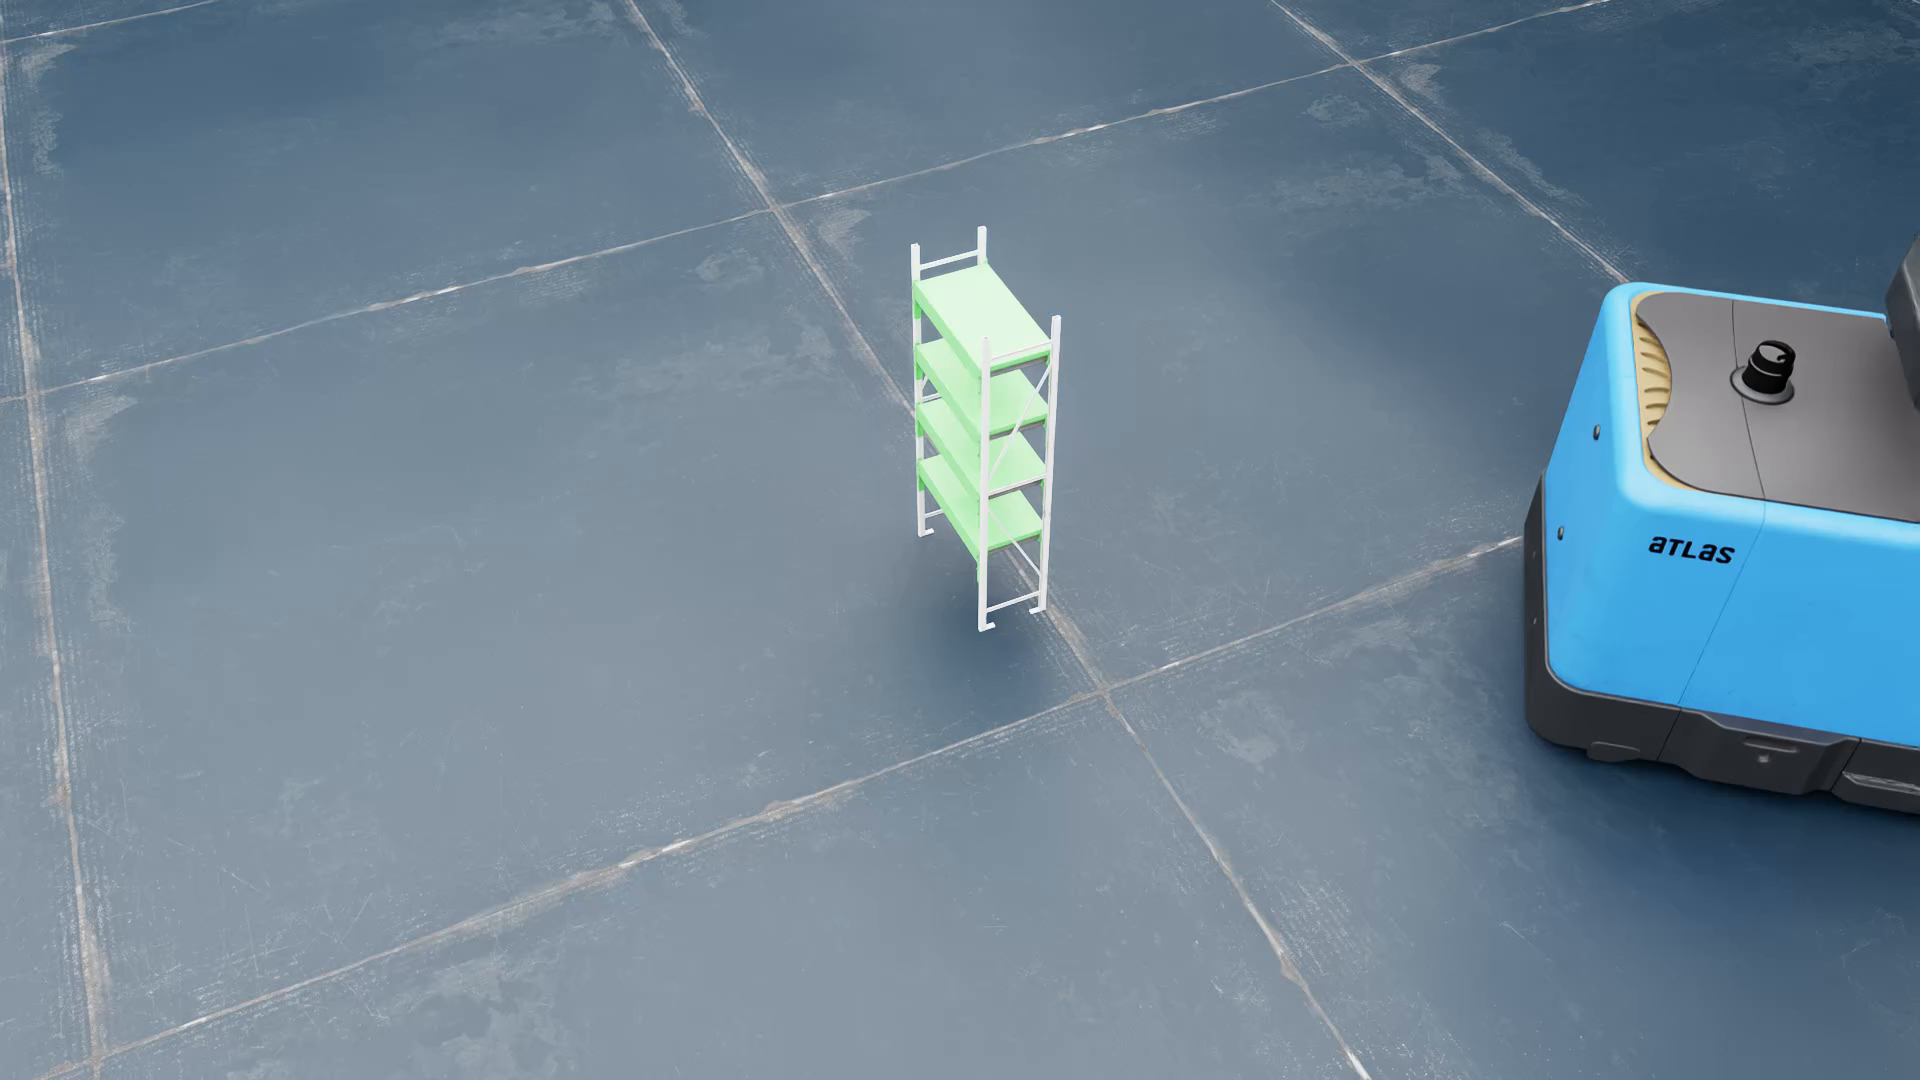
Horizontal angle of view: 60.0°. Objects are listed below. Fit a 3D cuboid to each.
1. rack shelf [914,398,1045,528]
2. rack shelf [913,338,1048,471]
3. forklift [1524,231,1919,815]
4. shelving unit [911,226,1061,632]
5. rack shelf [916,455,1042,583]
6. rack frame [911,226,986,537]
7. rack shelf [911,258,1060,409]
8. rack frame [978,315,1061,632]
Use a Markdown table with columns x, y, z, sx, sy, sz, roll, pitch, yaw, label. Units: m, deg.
| x | y | z | sx | sy | sz | roll | pitch | yaw | label |
| --- | --- | --- | --- | --- | --- | --- | --- | --- | --- |
| 0.070 | -0.276 | 5.267 | 0.258 | 0.148 | 0.480 | -18 | 47 | -17 | rack shelf |
| 0.070 | -0.447 | 5.098 | 0.258 | 0.148 | 0.480 | -18 | 47 | -17 | rack shelf |
| 3.310 | -0.506 | 4.176 | 3.031 | 2.935 | 1.130 | 9 | 45 | 9 | forklift |
| 0.070 | -0.322 | 5.222 | 0.258 | 1.200 | 0.503 | -18 | 47 | -17 | shelving unit |
| 0.070 | -0.105 | 5.435 | 0.258 | 0.148 | 0.480 | -18 | 47 | -17 | rack shelf |
| -0.033 | -0.477 | 5.379 | 0.240 | 1.200 | 0.015 | -18 | 47 | -17 | rack frame |
| 0.070 | -0.618 | 4.929 | 0.258 | 0.148 | 0.480 | -18 | 47 | -17 | rack shelf |
| 0.172 | -0.166 | 5.064 | 0.240 | 1.200 | 0.015 | -18 | 47 | -17 | rack frame |
